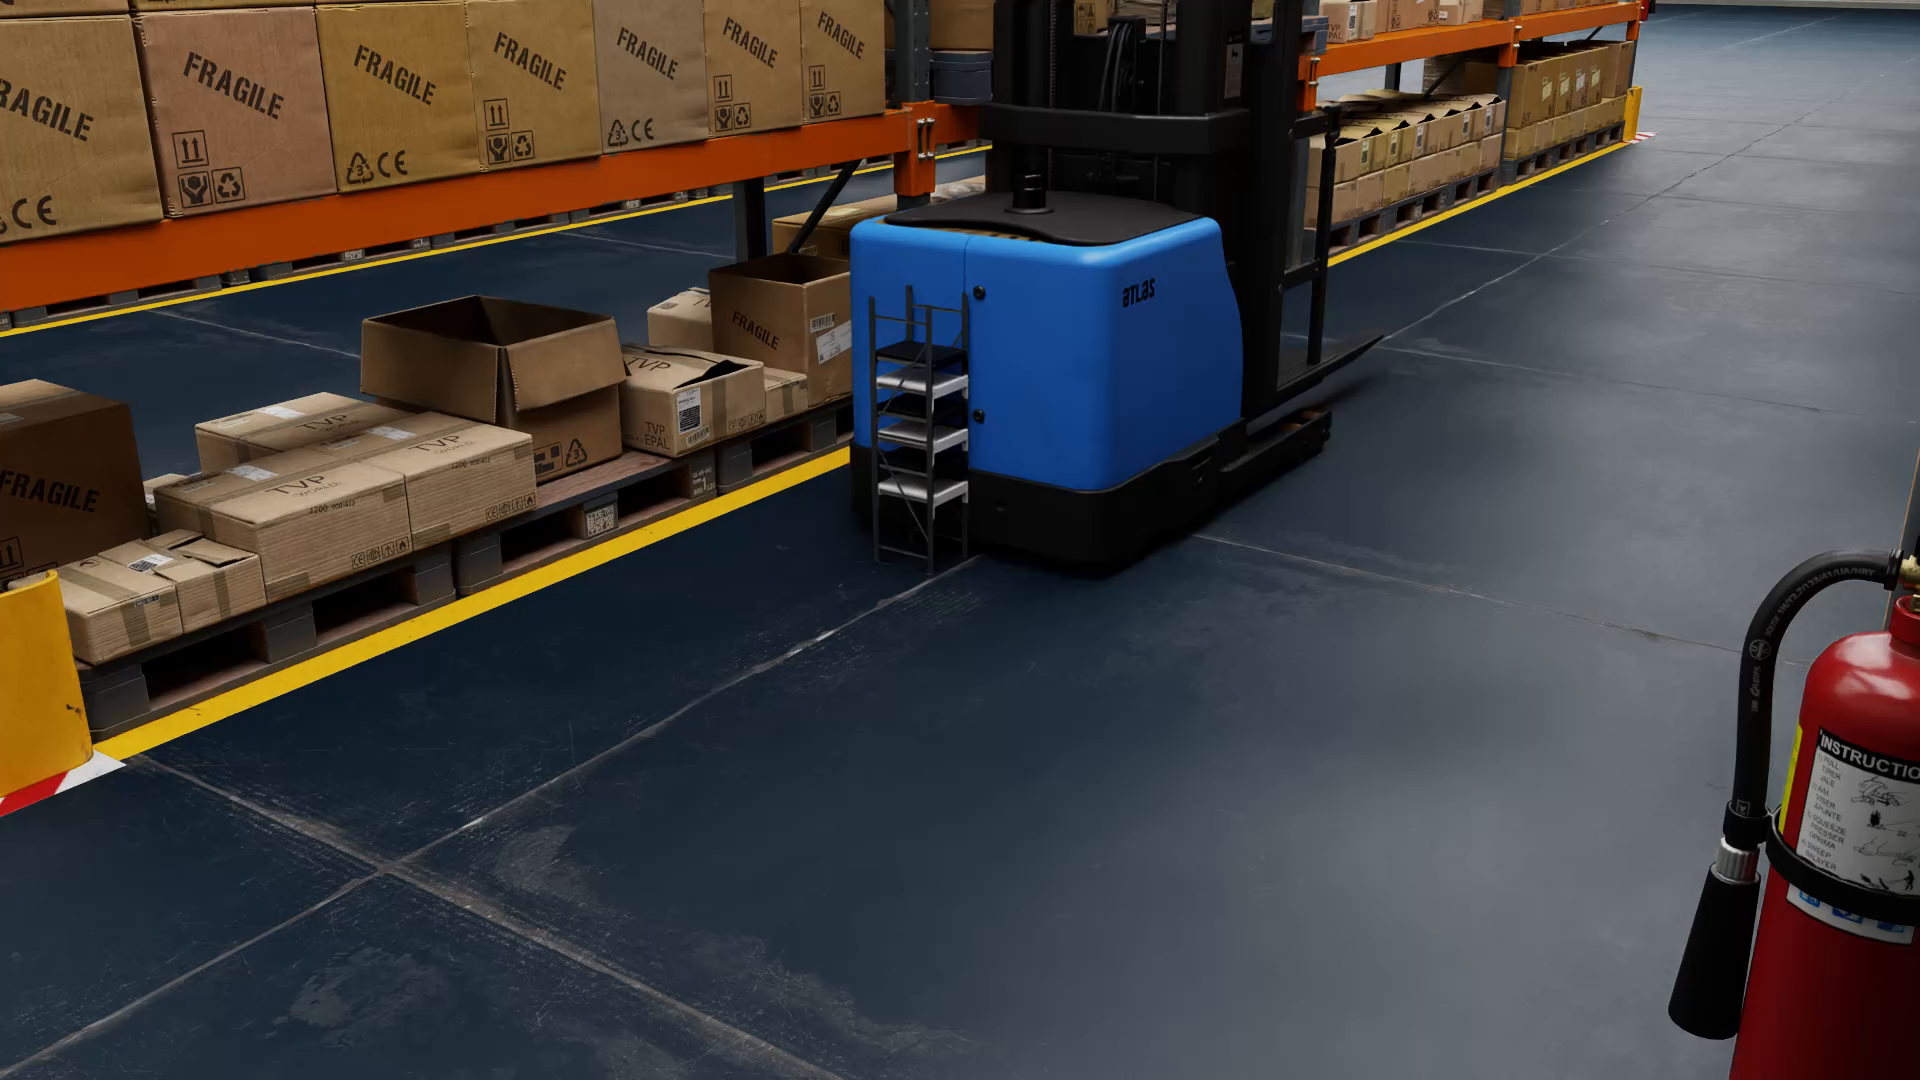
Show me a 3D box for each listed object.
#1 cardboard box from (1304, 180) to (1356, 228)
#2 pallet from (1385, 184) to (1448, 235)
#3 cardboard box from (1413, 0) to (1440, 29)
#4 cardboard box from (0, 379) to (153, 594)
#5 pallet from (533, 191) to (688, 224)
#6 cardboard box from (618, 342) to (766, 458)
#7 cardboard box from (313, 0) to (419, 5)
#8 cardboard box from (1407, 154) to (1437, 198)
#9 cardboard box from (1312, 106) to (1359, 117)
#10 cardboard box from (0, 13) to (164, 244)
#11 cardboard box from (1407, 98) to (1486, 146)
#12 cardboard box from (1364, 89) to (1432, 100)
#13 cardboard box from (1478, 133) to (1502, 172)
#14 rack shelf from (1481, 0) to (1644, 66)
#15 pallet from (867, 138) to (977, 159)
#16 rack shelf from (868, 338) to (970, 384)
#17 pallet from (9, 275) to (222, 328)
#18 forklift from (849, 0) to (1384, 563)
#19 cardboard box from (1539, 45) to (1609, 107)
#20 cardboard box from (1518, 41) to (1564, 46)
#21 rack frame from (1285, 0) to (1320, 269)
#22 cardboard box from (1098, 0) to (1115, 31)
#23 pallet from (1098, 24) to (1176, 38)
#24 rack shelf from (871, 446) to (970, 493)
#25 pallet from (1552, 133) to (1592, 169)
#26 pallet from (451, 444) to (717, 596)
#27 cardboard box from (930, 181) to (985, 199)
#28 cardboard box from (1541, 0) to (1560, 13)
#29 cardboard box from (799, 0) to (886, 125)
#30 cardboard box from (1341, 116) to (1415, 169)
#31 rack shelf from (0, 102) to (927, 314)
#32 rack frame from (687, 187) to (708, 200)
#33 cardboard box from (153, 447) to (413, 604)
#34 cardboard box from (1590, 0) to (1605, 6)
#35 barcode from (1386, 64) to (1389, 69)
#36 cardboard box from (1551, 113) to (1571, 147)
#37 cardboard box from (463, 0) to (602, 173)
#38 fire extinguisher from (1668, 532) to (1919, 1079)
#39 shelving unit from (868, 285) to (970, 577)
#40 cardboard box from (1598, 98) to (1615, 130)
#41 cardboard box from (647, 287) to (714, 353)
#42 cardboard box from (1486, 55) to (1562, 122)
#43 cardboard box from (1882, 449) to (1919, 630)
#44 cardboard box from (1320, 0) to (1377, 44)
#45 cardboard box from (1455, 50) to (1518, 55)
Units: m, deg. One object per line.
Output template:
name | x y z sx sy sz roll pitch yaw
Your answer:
cardboard box | 2.217 -2.191 10.721 0.500 0.250 0.500 13 24 32
pallet | 2.861 -2.460 12.110 1.003 0.211 1.213 13 24 32
cardboard box | 3.187 -4.016 12.155 0.500 0.500 0.500 15 25 36
cardboard box | -2.716 -0.133 4.769 0.500 0.500 0.500 13 24 32
pallet | -2.824 -2.615 12.530 1.003 0.211 1.213 13 24 32
cardboard box | -1.076 -0.554 6.180 0.500 0.311 0.500 13 24 32
cardboard box | -1.777 -1.781 4.670 0.500 0.500 0.500 14 24 33
cardboard box | 3.075 -2.632 11.916 0.500 0.250 0.500 14 24 33
cardboard box | 2.627 -2.997 12.093 0.500 0.311 0.500 14 25 33
cardboard box | -2.350 -1.018 4.048 0.500 0.500 0.500 14 24 33
cardboard box | 3.650 -3.186 12.603 0.500 0.311 0.500 14 25 33
cardboard box | 3.490 -3.438 13.286 0.500 0.311 0.500 13 24 32
cardboard box | 3.935 -3.070 13.098 0.500 0.250 0.500 13 24 31
rack shelf | 5.053 -4.574 14.845 1.077 0.370 4.000 13 24 32
pallet | -0.576 -3.764 15.637 1.003 0.211 1.213 13 24 32
rack shelf | -0.131 -0.576 5.344 0.258 0.077 0.200 13 24 31
pallet | -5.045 -1.483 9.470 1.003 0.211 1.213 13 24 32
forklift | 0.851 -1.757 6.289 1.130 2.935 3.031 13 24 31
cardboard box | 5.571 -4.243 15.189 0.500 0.500 0.500 13 24 32
cardboard box | 5.412 -4.490 15.858 0.500 0.500 0.500 13 24 32
rack frame | 1.680 -3.190 10.066 1.000 3.000 0.127 13 24 32
cardboard box | 0.373 -2.805 8.276 0.700 0.500 0.500 7 21 18
pallet | 0.590 -2.541 8.588 1.003 0.211 1.213 13 24 32
rack shelf | -0.131 -0.239 5.469 0.258 0.077 0.200 13 24 31
pallet | 5.095 -3.602 15.197 1.003 0.211 1.213 13 24 32
pallet | -1.641 -0.186 5.964 1.003 0.211 1.213 13 24 32
cardboard box | 0.039 -1.558 8.622 0.500 0.500 0.500 14 24 32
cardboard box | 4.749 -4.809 14.298 0.700 0.500 0.500 14 24 33
cardboard box | -0.638 -1.896 6.423 0.500 0.500 0.500 14 24 33
cardboard box | 2.794 -2.752 11.430 0.500 0.311 0.500 13 24 30
rack shelf | -1.693 -1.131 5.536 1.077 0.370 4.000 13 24 32
rack frame | -2.415 -4.157 12.680 1.000 3.000 0.127 13 24 32
cardboard box | -1.996 -0.056 4.921 0.500 0.250 0.500 13 24 32
cardboard box | 5.613 -5.249 15.489 0.700 0.500 0.500 14 24 33
barcode | 3.440 -3.830 13.381 0.001 0.075 0.075 13 24 32
cardboard box | 5.010 -3.604 14.543 0.500 0.250 0.500 13 24 32
cardboard box | -1.497 -1.453 5.226 0.500 0.500 0.500 14 24 33
fire extinguisher | 0.815 0.235 1.456 0.296 0.674 0.183 13 24 32
shelving unit | -0.131 -0.354 5.426 0.258 0.900 0.210 13 24 31
cardboard box | 5.849 -4.036 15.709 0.500 0.250 0.500 13 24 32
cardboard box | -0.984 -0.910 7.142 0.500 0.311 0.500 13 24 32
cardboard box | 4.722 -3.814 14.029 0.500 0.500 0.500 13 24 32
cardboard box | 1.560 -0.219 1.600 0.980 0.700 0.700 15 25 34
cardboard box | 2.343 -3.367 10.673 0.500 0.311 0.500 13 24 31
cardboard box | 4.577 -4.058 14.689 0.500 0.500 0.500 13 24 32
